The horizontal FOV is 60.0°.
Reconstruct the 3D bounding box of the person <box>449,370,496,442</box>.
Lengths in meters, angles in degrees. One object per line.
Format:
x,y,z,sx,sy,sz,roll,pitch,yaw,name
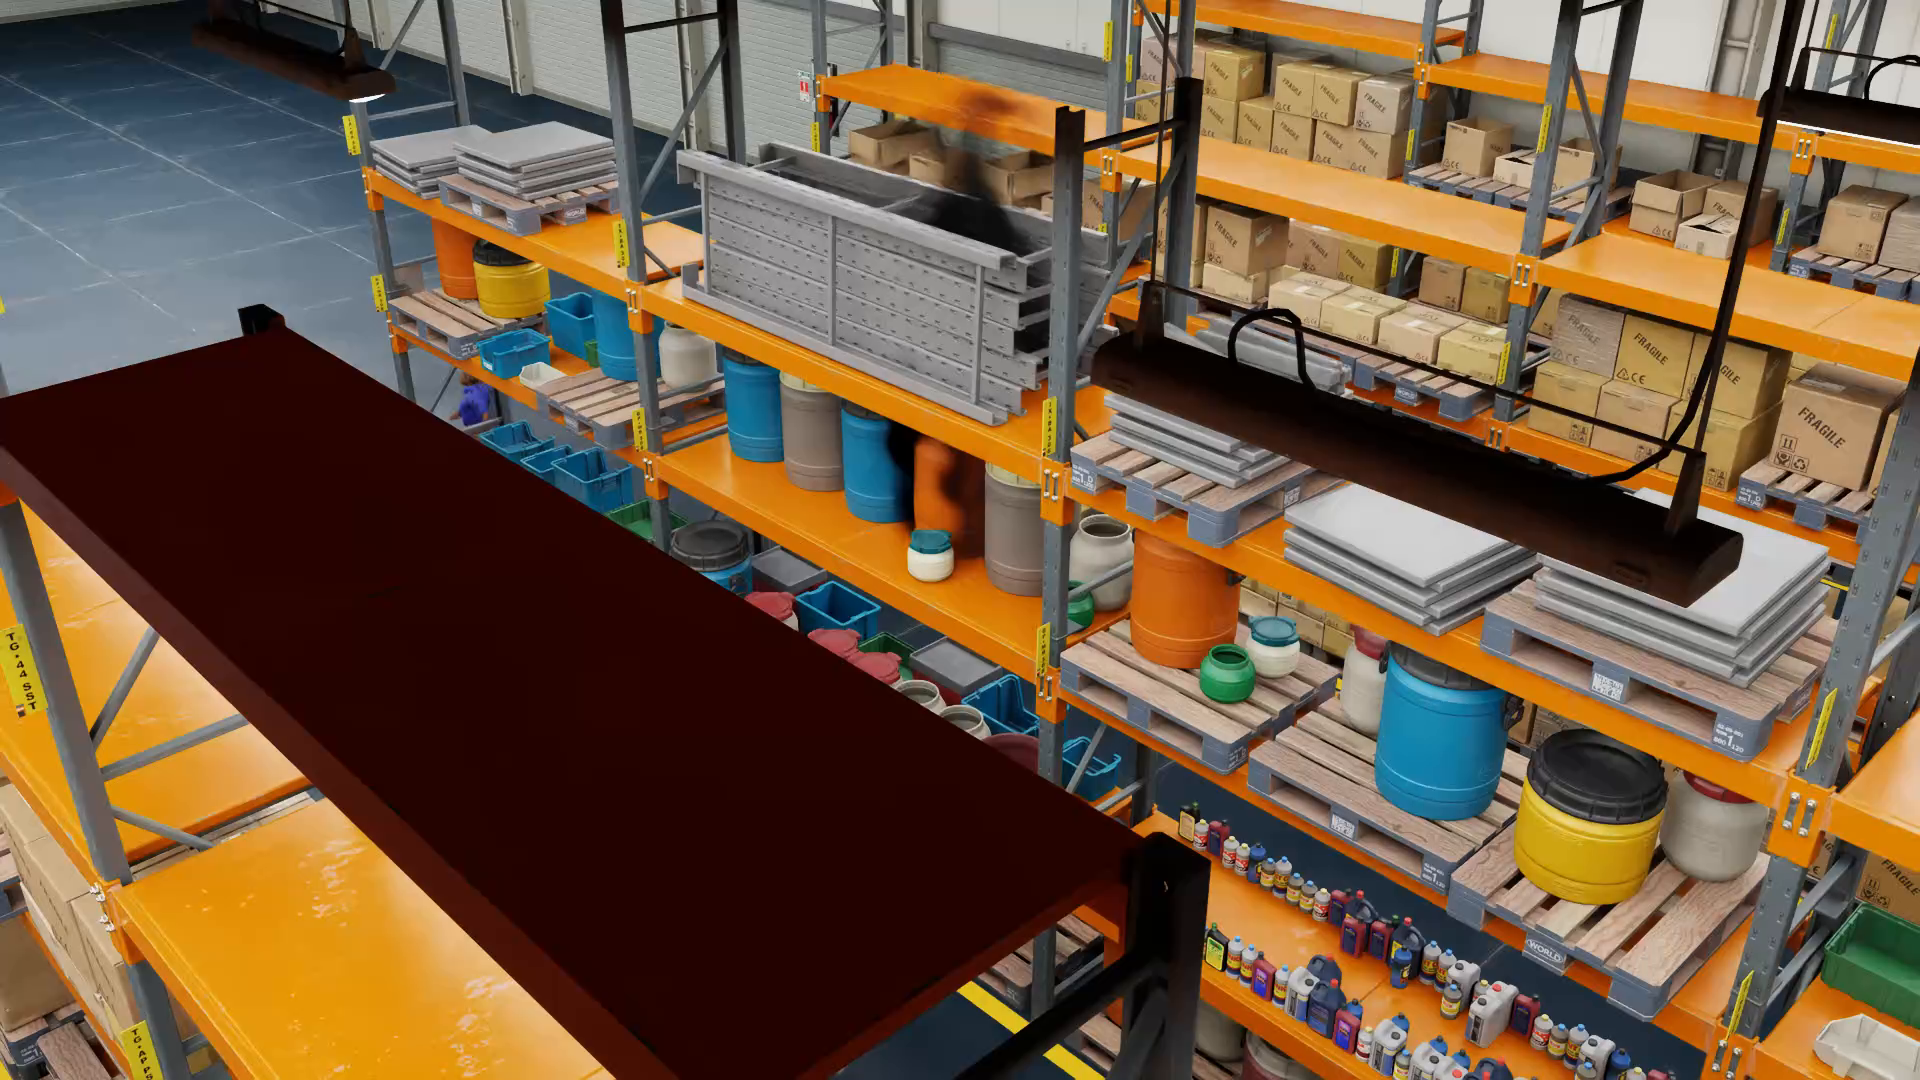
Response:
-4.873,-0.988,17.007,0.941,1.575,0.593,2,28,3,person
